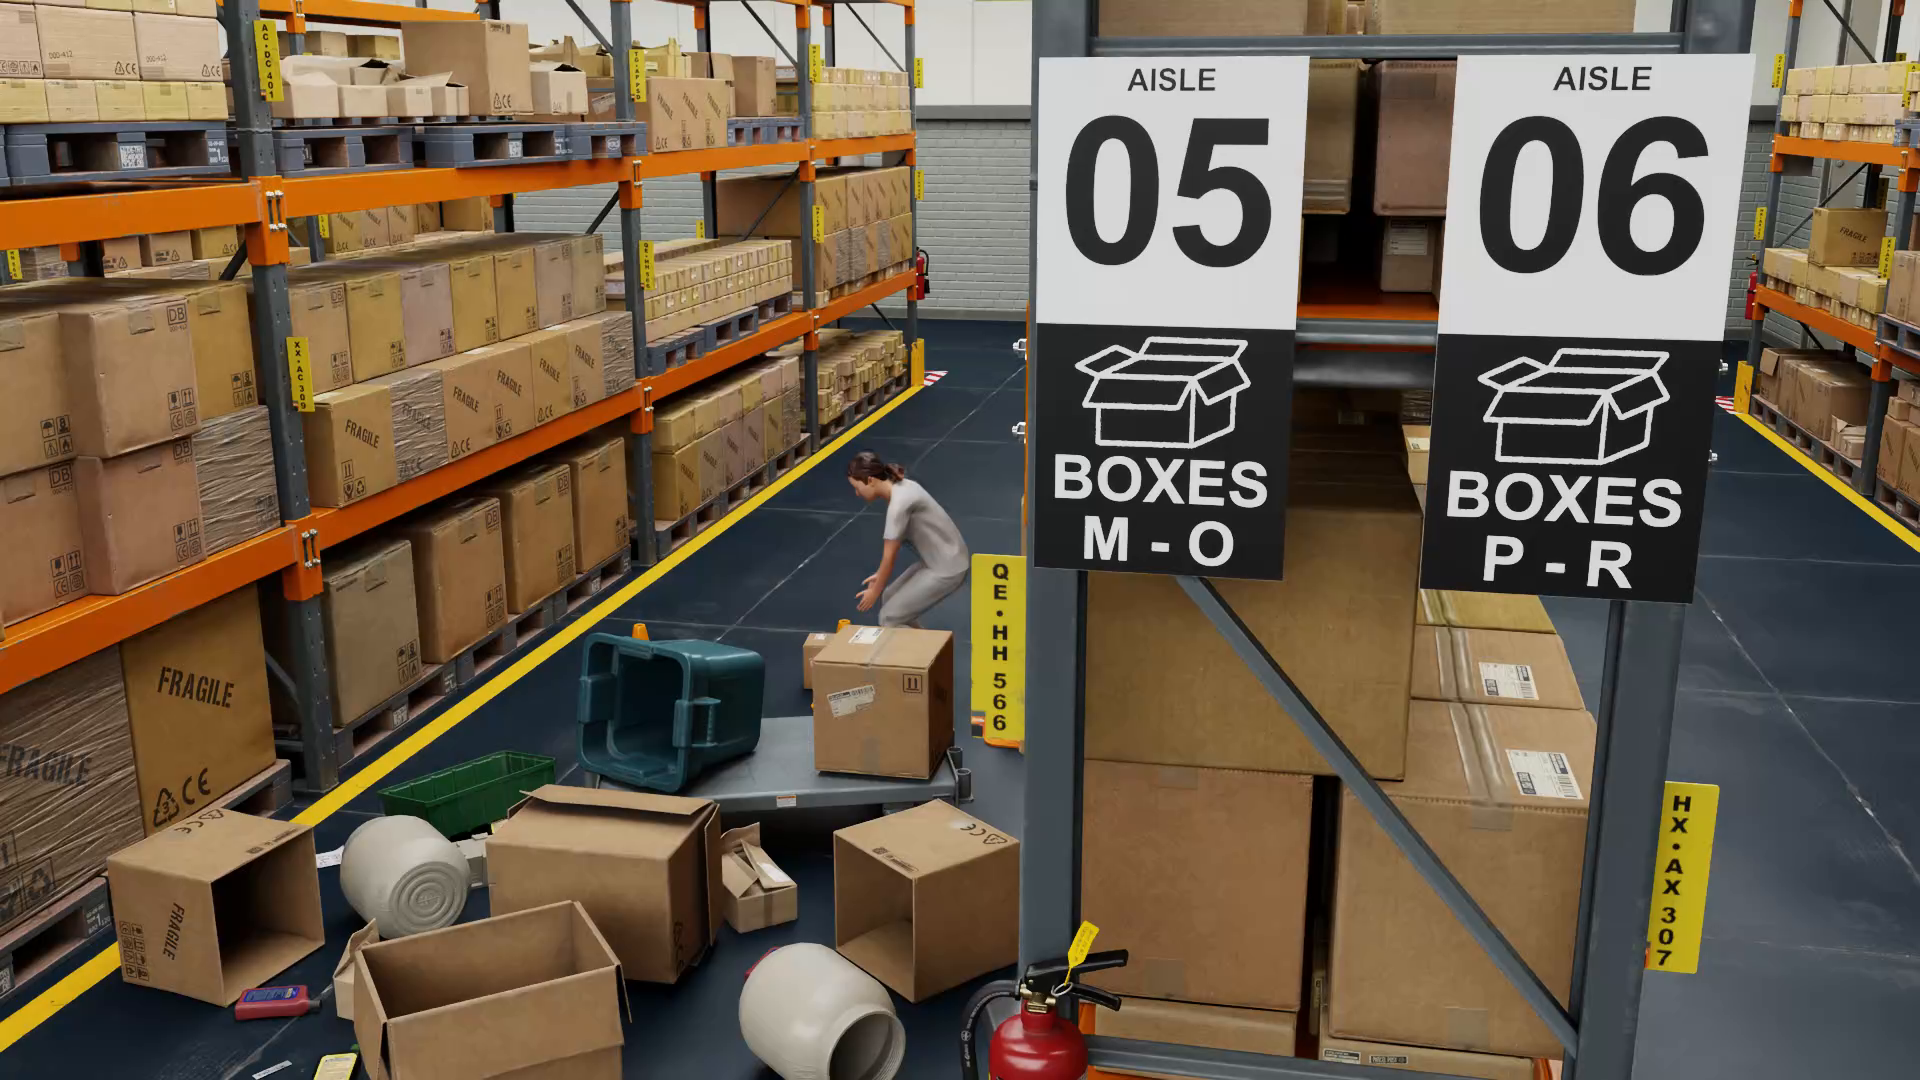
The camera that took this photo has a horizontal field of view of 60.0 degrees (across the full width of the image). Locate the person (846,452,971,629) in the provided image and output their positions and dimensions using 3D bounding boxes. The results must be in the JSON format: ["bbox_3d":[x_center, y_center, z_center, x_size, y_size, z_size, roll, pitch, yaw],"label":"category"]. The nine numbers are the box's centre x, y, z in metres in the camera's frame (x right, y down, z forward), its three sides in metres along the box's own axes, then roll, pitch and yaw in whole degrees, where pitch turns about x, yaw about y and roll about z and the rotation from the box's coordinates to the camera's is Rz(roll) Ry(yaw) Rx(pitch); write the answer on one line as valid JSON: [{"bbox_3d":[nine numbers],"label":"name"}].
[{"bbox_3d":[-0.278,0.179,9.018,0.667,1.333,0.491,1,15,2],"label":"person"}]
